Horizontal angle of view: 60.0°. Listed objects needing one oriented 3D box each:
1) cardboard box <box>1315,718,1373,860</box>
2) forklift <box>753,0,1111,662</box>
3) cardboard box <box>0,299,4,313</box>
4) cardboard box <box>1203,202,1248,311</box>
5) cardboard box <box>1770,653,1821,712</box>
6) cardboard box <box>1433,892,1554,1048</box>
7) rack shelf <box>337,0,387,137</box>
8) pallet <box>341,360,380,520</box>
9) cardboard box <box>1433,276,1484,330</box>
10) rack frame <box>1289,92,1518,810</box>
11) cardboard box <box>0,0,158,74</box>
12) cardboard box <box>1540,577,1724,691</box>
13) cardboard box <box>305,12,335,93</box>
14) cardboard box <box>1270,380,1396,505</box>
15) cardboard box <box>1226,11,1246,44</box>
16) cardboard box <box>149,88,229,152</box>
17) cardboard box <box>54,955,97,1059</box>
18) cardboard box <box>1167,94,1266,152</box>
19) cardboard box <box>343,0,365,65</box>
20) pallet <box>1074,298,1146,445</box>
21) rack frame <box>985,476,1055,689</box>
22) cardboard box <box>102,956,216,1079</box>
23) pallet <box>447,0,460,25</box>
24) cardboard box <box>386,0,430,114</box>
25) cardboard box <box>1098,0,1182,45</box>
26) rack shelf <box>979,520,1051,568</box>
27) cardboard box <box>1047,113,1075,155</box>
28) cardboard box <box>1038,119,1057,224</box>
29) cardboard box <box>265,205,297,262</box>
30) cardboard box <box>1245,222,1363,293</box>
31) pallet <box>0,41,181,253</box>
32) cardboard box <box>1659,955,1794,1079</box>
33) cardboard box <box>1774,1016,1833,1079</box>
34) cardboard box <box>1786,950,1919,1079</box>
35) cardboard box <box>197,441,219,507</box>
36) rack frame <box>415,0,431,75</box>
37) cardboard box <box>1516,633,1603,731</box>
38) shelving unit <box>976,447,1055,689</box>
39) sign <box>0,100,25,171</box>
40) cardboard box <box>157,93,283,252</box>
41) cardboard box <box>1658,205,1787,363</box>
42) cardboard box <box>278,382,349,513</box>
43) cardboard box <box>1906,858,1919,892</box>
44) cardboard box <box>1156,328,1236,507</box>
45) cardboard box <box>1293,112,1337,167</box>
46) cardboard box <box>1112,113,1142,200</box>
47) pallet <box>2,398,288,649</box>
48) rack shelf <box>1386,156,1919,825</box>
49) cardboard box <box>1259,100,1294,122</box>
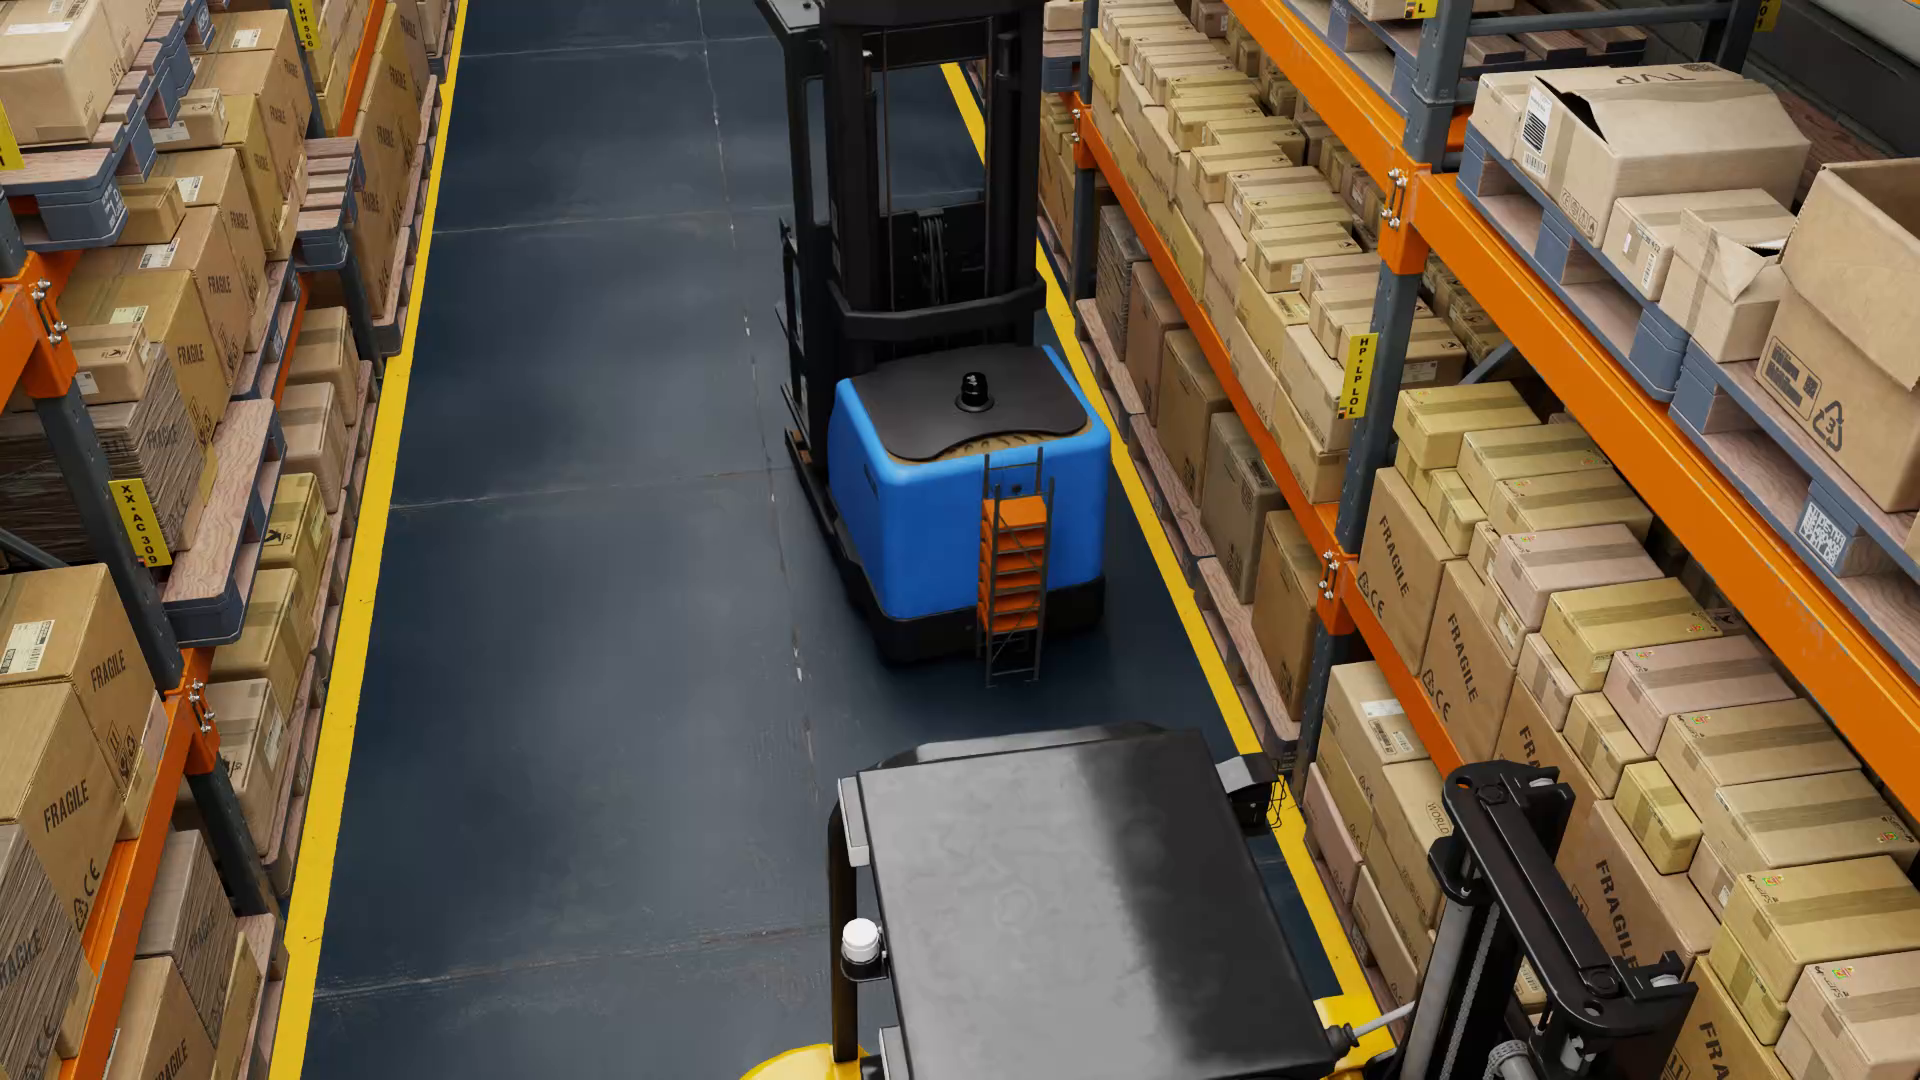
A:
[{"bbox_3d":[1.637,0.868,6.080,0.500,0.250,0.500,-6,38,-8],"label":"cardboard box"},{"bbox_3d":[-0.277,-1.527,7.726,1.130,2.935,3.031,-11,39,-14],"label":"forklift"},{"bbox_3d":[-2.674,-0.572,4.201,0.380,0.149,0.250,-6,38,-8],"label":"cardboard box"},{"bbox_3d":[1.337,-1.207,6.973,0.500,0.250,0.500,-6,38,-7],"label":"cardboard box"},{"bbox_3d":[2.402,0.344,4.410,0.380,0.149,0.250,-7,38,-8],"label":"cardboard box"},{"bbox_3d":[1.810,1.280,5.141,0.500,0.250,0.500,-5,38,-6],"label":"cardboard box"},{"bbox_3d":[-4.082,-2.984,10.132,1.077,0.370,4.000,-6,38,-8],"label":"rack shelf"},{"bbox_3d":[-3.596,-0.487,8.605,1.003,0.211,1.213,-6,38,-8],"label":"pallet"},{"bbox_3d":[2.010,-0.879,6.226,0.380,0.149,0.250,-7,38,-9],"label":"cardboard box"},{"bbox_3d":[1.856,-0.180,5.937,1.000,3.000,0.127,-6,38,-8],"label":"rack frame"},{"bbox_3d":[-2.828,-1.638,5.148,0.500,0.250,0.500,-7,38,-9],"label":"cardboard box"},{"bbox_3d":[1.824,0.253,4.527,0.380,0.149,0.250,-7,38,-9],"label":"cardboard box"},{"bbox_3d":[-3.577,-2.531,8.678,0.500,0.250,0.500,-6,38,-8],"label":"cardboard box"},{"bbox_3d":[1.510,-0.397,6.339,0.500,0.250,0.500,-5,38,-7],"label":"cardboard box"},{"bbox_3d":[1.567,-2.571,8.404,0.380,0.149,0.250,-5,38,-7],"label":"cardboard box"},{"bbox_3d":[-3.167,-1.681,6.674,0.380,0.149,0.250,-8,39,-10],"label":"cardboard box"},{"bbox_3d":[-2.492,1.230,4.327,0.380,0.149,0.250,-7,38,-9],"label":"cardboard box"},{"bbox_3d":[1.157,-1.889,7.527,0.380,0.149,0.250,-5,38,-7],"label":"cardboard box"},{"bbox_3d":[-3.763,-2.949,9.624,0.500,0.250,0.500,-5,38,-6],"label":"cardboard box"},{"bbox_3d":[1.261,-0.994,9.257,1.003,0.211,1.213,-6,38,-8],"label":"pallet"},{"bbox_3d":[0.242,0.202,6.917,0.240,1.200,0.006,-8,45,-10],"label":"rack frame"},{"bbox_3d":[-2.571,1.615,4.914,0.500,0.500,0.500,-6,38,-7],"label":"cardboard box"},{"bbox_3d":[-4.706,-4.581,13.875,1.003,0.211,1.213,-6,38,-8],"label":"pallet"},{"bbox_3d":[-4.245,-3.437,11.519,0.875,0.875,0.875,-5,38,-7],"label":"cardboard box"},{"bbox_3d":[0.921,-2.668,8.529,0.380,0.149,0.250,-5,38,-7],"label":"cardboard box"},{"bbox_3d":[0.226,-0.002,6.846,0.258,0.103,0.180,-8,45,-10],"label":"rack shelf"},{"bbox_3d":[0.741,-2.464,10.043,0.380,0.149,0.250,-8,39,-10],"label":"cardboard box"},{"bbox_3d":[0.792,-2.311,10.375,0.500,0.500,0.500,-7,38,-9],"label":"cardboard box"},{"bbox_3d":[-3.137,-1.335,7.286,0.380,0.149,0.250,-6,38,-7],"label":"cardboard box"},{"bbox_3d":[1.347,-1.110,6.524,0.380,0.149,0.250,-7,38,-9],"label":"cardboard box"},{"bbox_3d":[-3.033,-1.139,4.879,1.213,0.211,1.003,-6,38,-8],"label":"pallet"},{"bbox_3d":[2.041,1.303,3.946,0.500,0.500,0.500,-7,38,-9],"label":"cardboard box"},{"bbox_3d":[2.036,1.139,3.628,0.380,0.149,0.250,-7,38,-9],"label":"cardboard box"},{"bbox_3d":[2.015,1.024,3.534,0.380,0.149,0.250,-5,38,-7],"label":"cardboard box"},{"bbox_3d":[-2.851,-0.230,5.864,0.380,0.149,0.250,-5,38,-7],"label":"cardboard box"},{"bbox_3d":[-4.433,-4.476,11.467,1.000,3.000,0.127,-6,38,-8],"label":"rack frame"},{"bbox_3d":[1.788,0.371,4.617,0.380,0.149,0.250,-7,38,-8],"label":"cardboard box"},{"bbox_3d":[0.222,0.140,6.981,0.258,1.200,0.189,-8,45,-10],"label":"shelving unit"},{"bbox_3d":[-2.497,-1.096,4.249,0.100,0.325,0.005,-6,38,-8],"label":"sign"},{"bbox_3d":[-3.187,-1.523,6.998,0.500,0.500,0.500,-9,39,-11],"label":"cardboard box"},{"bbox_3d":[1.817,-0.588,3.703,0.396,0.266,0.258,-7,38,-9],"label":"cardboard box"},{"bbox_3d":[-3.505,-0.401,8.021,0.950,0.372,0.625,-7,38,-9],"label":"cardboard box"},{"bbox_3d":[2.507,0.779,4.092,0.380,0.149,0.250,-6,38,-8],"label":"cardboard box"},{"bbox_3d":[1.491,-0.646,8.129,0.875,0.625,0.625,-8,39,-10],"label":"cardboard box"},{"bbox_3d":[1.699,-1.792,7.401,0.380,0.149,0.250,-5,38,-7],"label":"cardboard box"},{"bbox_3d":[1.075,-1.939,8.322,0.500,0.250,0.500,-7,38,-9],"label":"cardboard box"},{"bbox_3d":[-3.021,-0.046,5.920,1.003,0.211,1.213,-6,38,-8],"label":"pallet"},{"bbox_3d":[2.207,0.127,3.683,1.077,0.370,4.000,-6,38,-8],"label":"rack shelf"},{"bbox_3d":[1.684,-1.882,7.842,0.500,0.250,0.500,-6,38,-8],"label":"cardboard box"}]
